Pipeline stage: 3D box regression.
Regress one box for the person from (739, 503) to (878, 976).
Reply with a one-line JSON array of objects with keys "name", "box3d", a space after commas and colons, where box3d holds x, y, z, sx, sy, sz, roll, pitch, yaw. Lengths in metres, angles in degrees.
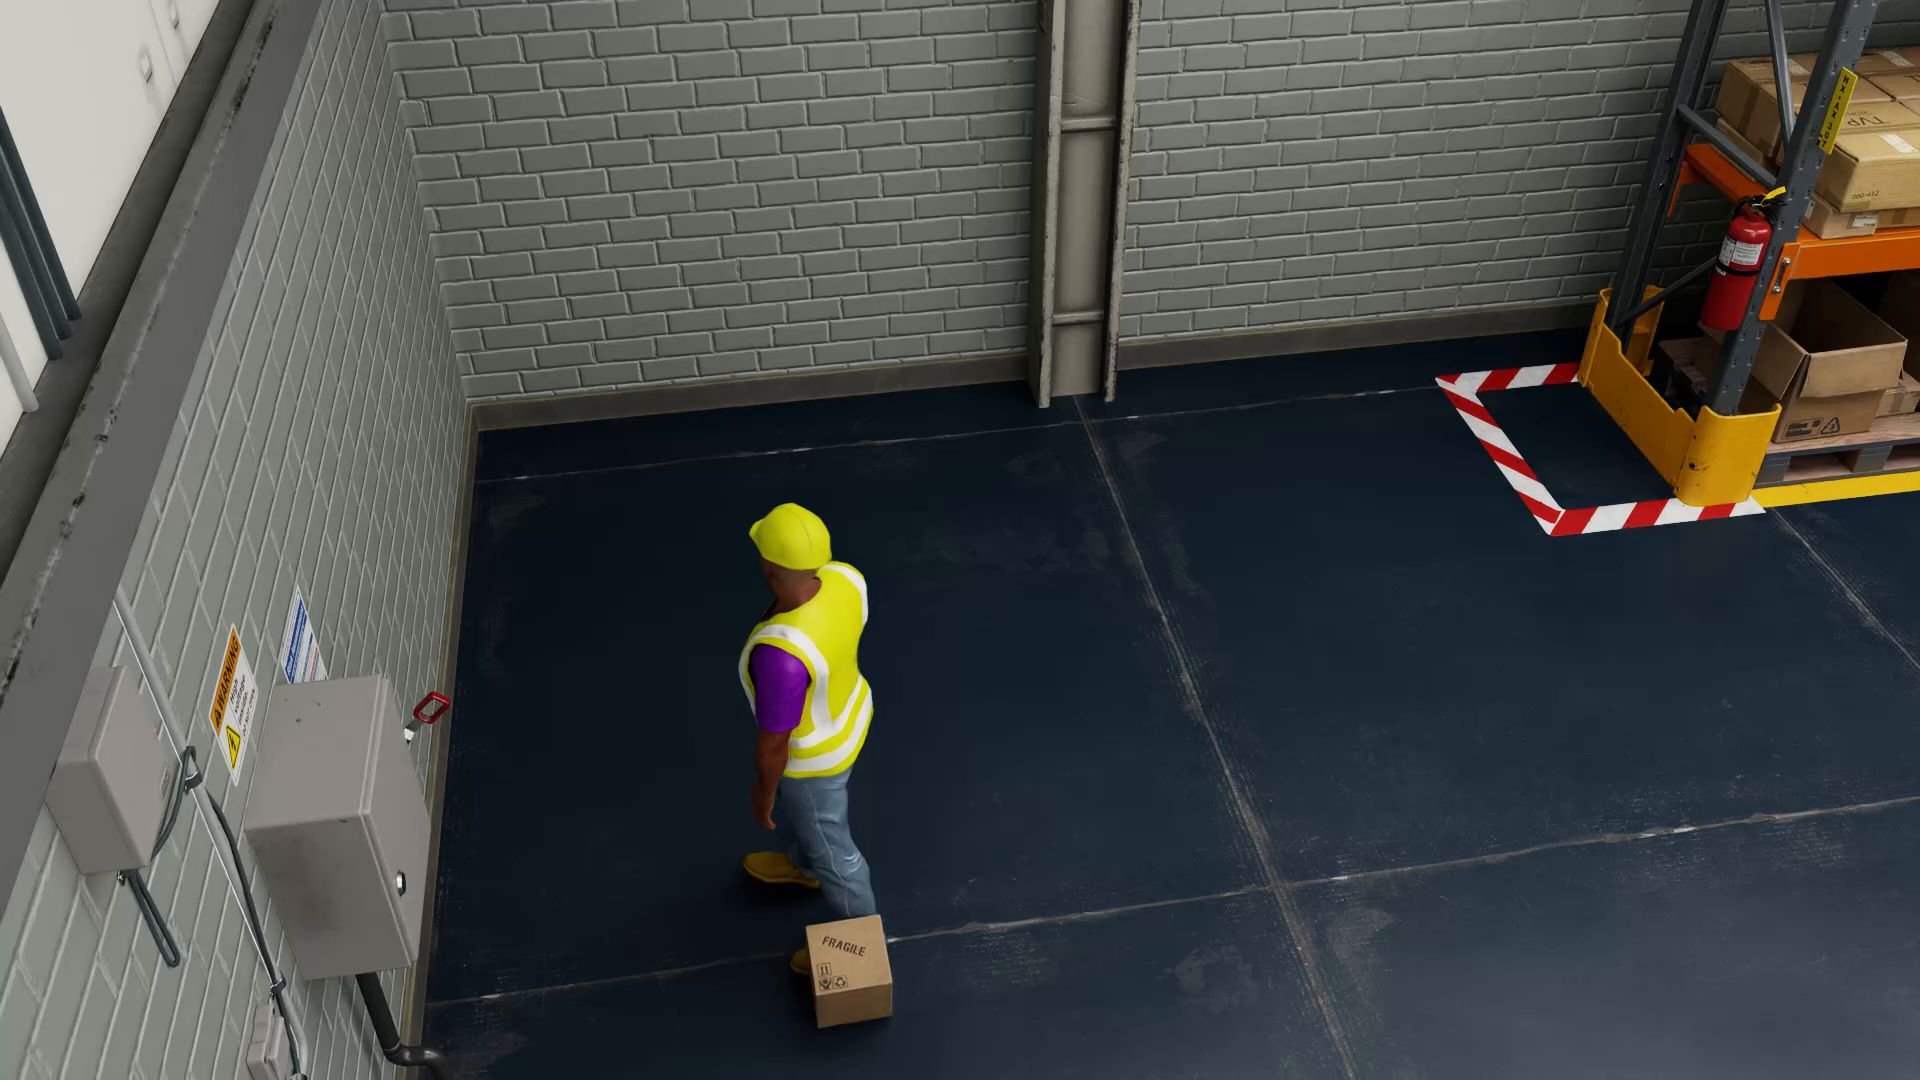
[{"name": "person", "box3d": [-0.525, 0.605, 5.332, 0.570, 1.763, 0.654, 9, 39, 12]}]
